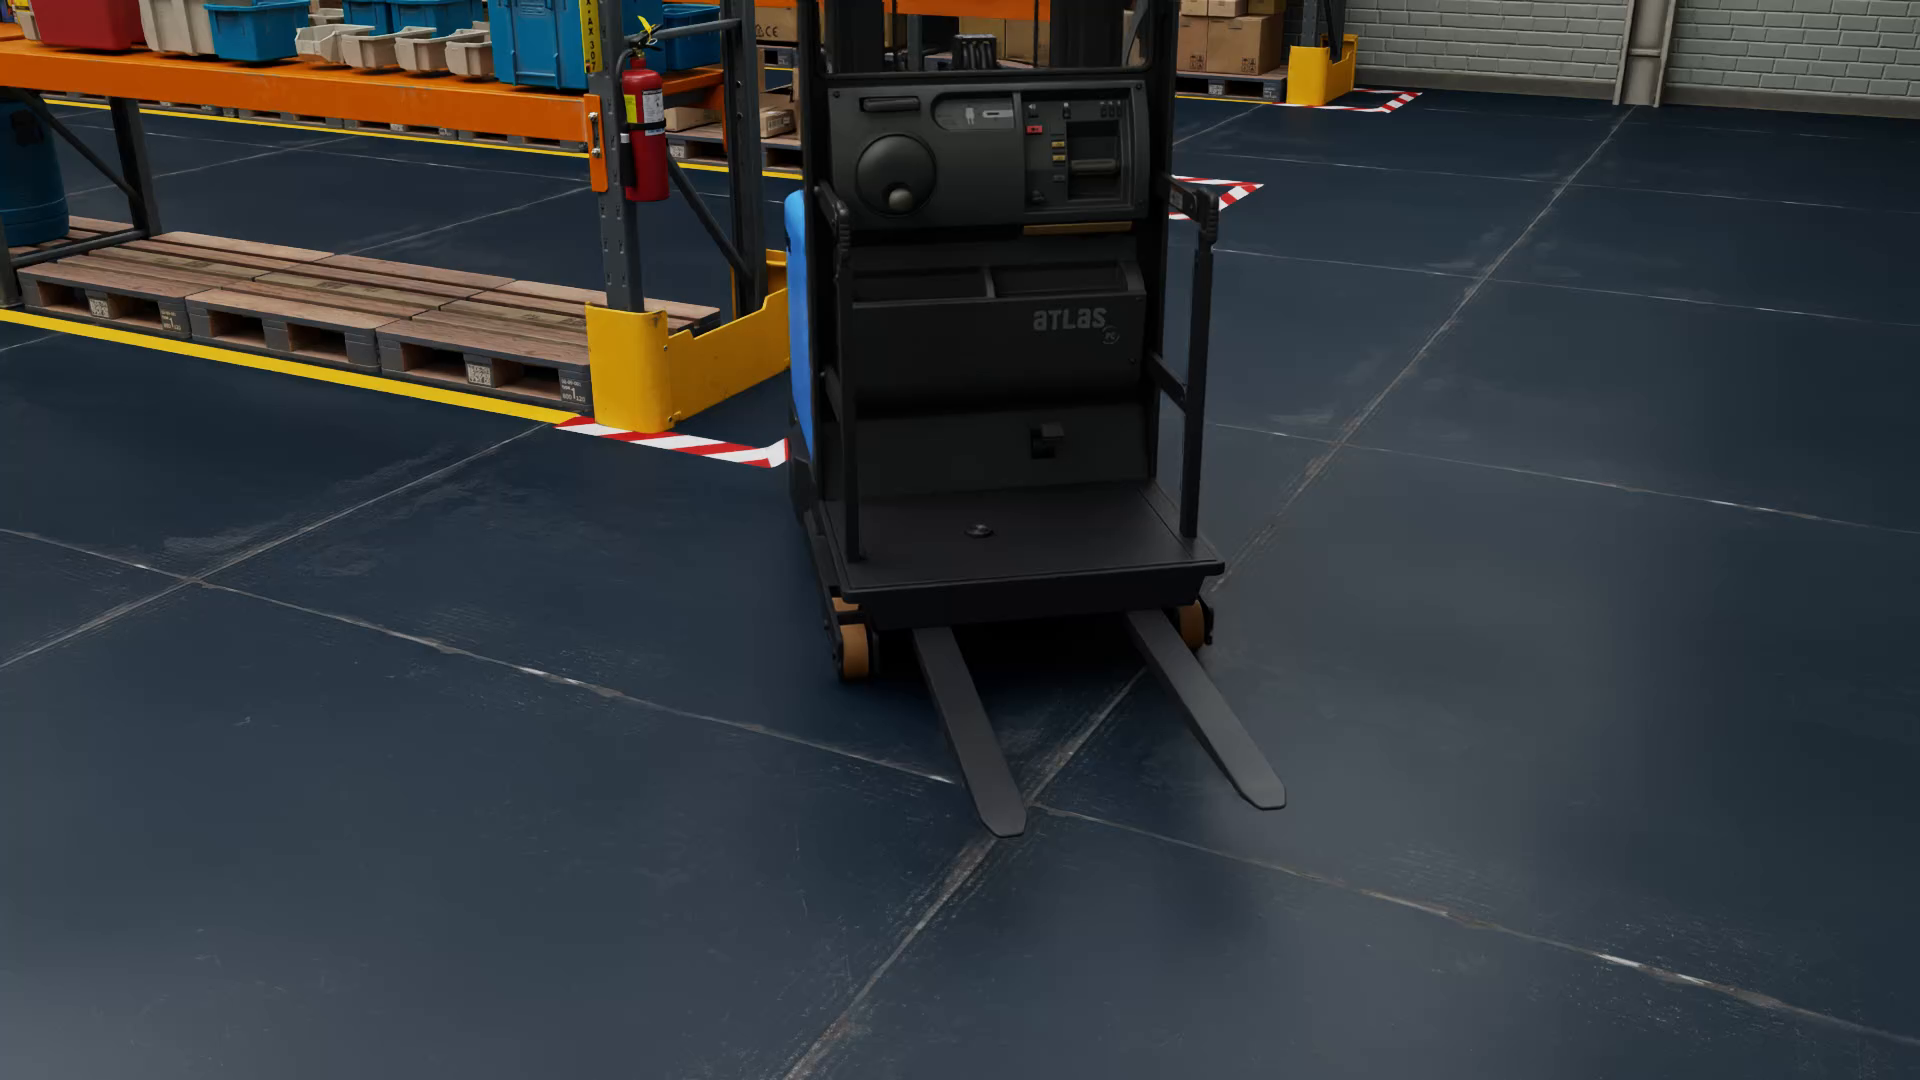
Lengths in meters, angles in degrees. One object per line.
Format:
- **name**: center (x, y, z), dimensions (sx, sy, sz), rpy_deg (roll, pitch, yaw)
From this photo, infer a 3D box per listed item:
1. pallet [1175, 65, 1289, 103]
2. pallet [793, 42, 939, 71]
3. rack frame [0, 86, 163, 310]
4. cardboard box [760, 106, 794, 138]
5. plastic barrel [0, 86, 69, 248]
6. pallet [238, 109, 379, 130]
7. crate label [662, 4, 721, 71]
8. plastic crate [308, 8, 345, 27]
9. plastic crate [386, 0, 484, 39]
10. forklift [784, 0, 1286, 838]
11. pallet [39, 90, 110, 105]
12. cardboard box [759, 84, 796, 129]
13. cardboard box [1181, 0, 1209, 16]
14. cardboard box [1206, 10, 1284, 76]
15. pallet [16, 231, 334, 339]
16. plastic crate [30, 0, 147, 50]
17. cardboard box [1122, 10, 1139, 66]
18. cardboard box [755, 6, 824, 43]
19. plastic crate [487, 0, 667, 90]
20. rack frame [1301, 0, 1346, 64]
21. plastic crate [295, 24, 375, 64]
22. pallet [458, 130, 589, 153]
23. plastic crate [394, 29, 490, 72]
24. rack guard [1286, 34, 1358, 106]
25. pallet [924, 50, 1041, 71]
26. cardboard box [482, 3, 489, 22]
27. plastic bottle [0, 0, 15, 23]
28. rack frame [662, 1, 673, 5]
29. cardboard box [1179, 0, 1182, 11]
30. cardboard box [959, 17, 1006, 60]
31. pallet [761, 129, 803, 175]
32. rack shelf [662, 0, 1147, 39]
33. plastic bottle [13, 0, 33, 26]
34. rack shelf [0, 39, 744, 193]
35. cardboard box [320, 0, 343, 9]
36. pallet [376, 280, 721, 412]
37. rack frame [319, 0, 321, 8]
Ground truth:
- **pallet**: center (2.573, -4.329, 15.659), dimensions (1.213, 0.211, 1.003), rpy_deg (11, 25, 25)
- **pallet**: center (-0.971, -5.031, 17.310), dimensions (1.213, 0.211, 1.003), rpy_deg (11, 25, 25)
- **rack frame**: center (-4.718, -2.744, 8.370), dimensions (0.127, 3.000, 1.000), rpy_deg (11, 25, 25)
- **cardboard box**: center (-1.427, -3.073, 12.202), dimensions (0.250, 0.166, 0.380), rpy_deg (11, 25, 25)
- **plastic barrel**: center (-5.196, -2.074, 8.938), dimensions (0.708, 0.901, 0.600), rpy_deg (11, 25, 25)
- **pallet**: center (-5.400, -3.752, 14.302), dimensions (1.213, 0.211, 1.003), rpy_deg (11, 25, 25)
- **crate label**: center (-1.220, -2.147, 7.103), dimensions (0.303, 0.233, 0.416), rpy_deg (11, 25, 25)
- **plastic crate**: center (-3.029, -2.448, 7.934), dimensions (0.466, 0.136, 0.293), rpy_deg (11, 25, 25)
- **plastic crate**: center (-2.395, -2.380, 7.650), dimensions (0.300, 0.233, 0.416), rpy_deg (11, 25, 25)
- **forklift**: center (0.131, -1.099, 4.589), dimensions (1.130, 2.935, 3.031), rpy_deg (-4, 23, -10)
- **pallet**: center (-7.851, -4.272, 15.524), dimensions (1.213, 0.211, 1.003), rpy_deg (11, 25, 25)
- **cardboard box**: center (-1.174, -3.305, 12.561), dimensions (0.500, 0.311, 0.500), rpy_deg (11, 25, 25)
- **cardboard box**: center (2.226, -4.932, 15.343), dimensions (0.250, 0.149, 0.380), rpy_deg (12, 26, 26)
- **cardboard box**: center (2.652, -4.630, 15.461), dimensions (0.500, 0.500, 0.700), rpy_deg (11, 25, 25)
- **pallet**: center (-4.045, -1.345, 8.642), dimensions (1.213, 0.211, 1.003), rpy_deg (11, 25, 25)
- **plastic crate**: center (-4.035, -2.556, 7.769), dimensions (0.583, 0.464, 0.402), rpy_deg (11, 25, 25)
- **cardboard box**: center (1.756, -4.807, 15.877), dimensions (0.500, 0.500, 0.700), rpy_deg (10, 25, 23)
- **cardboard box**: center (-1.682, -5.634, 17.374), dimensions (0.750, 0.750, 0.750), rpy_deg (12, 26, 26)
- **plastic crate**: center (-1.532, -2.076, 6.676), dimensions (0.499, 0.435, 0.616), rpy_deg (11, 25, 25)
- **rack frame**: center (3.321, -5.498, 14.845), dimensions (0.127, 3.000, 1.000), rpy_deg (11, 25, 25)
- **plastic crate**: center (-2.742, -2.168, 7.274), dimensions (0.250, 0.136, 0.298), rpy_deg (11, 25, 25)
- **pallet**: center (-3.223, -3.321, 13.289), dimensions (1.213, 0.211, 1.003), rpy_deg (11, 25, 25)
- **plastic crate**: center (-2.210, -2.081, 7.071), dimensions (0.243, 0.136, 0.396), rpy_deg (11, 25, 25)
- **rack guard**: center (3.343, -4.343, 15.324), dimensions (0.348, 0.500, 1.175), rpy_deg (11, 25, 25)
- **pallet**: center (0.395, -4.759, 16.672), dimensions (1.213, 0.211, 1.003), rpy_deg (11, 25, 25)
- **cardboard box**: center (-3.694, -4.218, 13.509), dimensions (0.500, 0.250, 0.500), rpy_deg (11, 26, 25)
- **plastic bottle**: center (-5.170, -2.954, 9.027), dimensions (0.097, 0.271, 0.097), rpy_deg (0, 23, 0)
- **rack frame**: center (-2.480, -4.474, 12.436), dimensions (0.127, 3.000, 1.000), rpy_deg (11, 25, 25)
- **cardboard box**: center (2.178, -5.109, 15.760), dimensions (0.250, 0.149, 0.380), rpy_deg (11, 26, 25)
- **cardboard box**: center (0.373, -5.079, 16.518), dimensions (0.500, 0.500, 0.700), rpy_deg (12, 26, 25)
- **pallet**: center (-0.775, -2.854, 12.191), dimensions (1.213, 0.211, 1.003), rpy_deg (11, 25, 25)
- **rack shelf**: center (-0.695, -3.789, 11.747), dimensions (4.000, 0.370, 1.077), rpy_deg (11, 25, 25)
- **plastic bottle**: center (-4.922, -2.904, 8.809), dimensions (0.185, 0.351, 0.144), rpy_deg (11, 25, 25)
- **rack shelf**: center (-2.933, -2.060, 7.680), dimensions (4.000, 0.370, 1.077), rpy_deg (11, 25, 25)
- **cardboard box**: center (-5.057, -4.485, 14.138), dimensions (0.500, 0.250, 0.500), rpy_deg (12, 26, 27)
- **pallet**: center (-1.867, -0.914, 7.629), dimensions (1.213, 0.211, 1.003), rpy_deg (11, 25, 25)
- **rack frame**: center (-7.388, -7.617, 19.828), dimensions (0.127, 3.000, 1.000), rpy_deg (11, 25, 25)
